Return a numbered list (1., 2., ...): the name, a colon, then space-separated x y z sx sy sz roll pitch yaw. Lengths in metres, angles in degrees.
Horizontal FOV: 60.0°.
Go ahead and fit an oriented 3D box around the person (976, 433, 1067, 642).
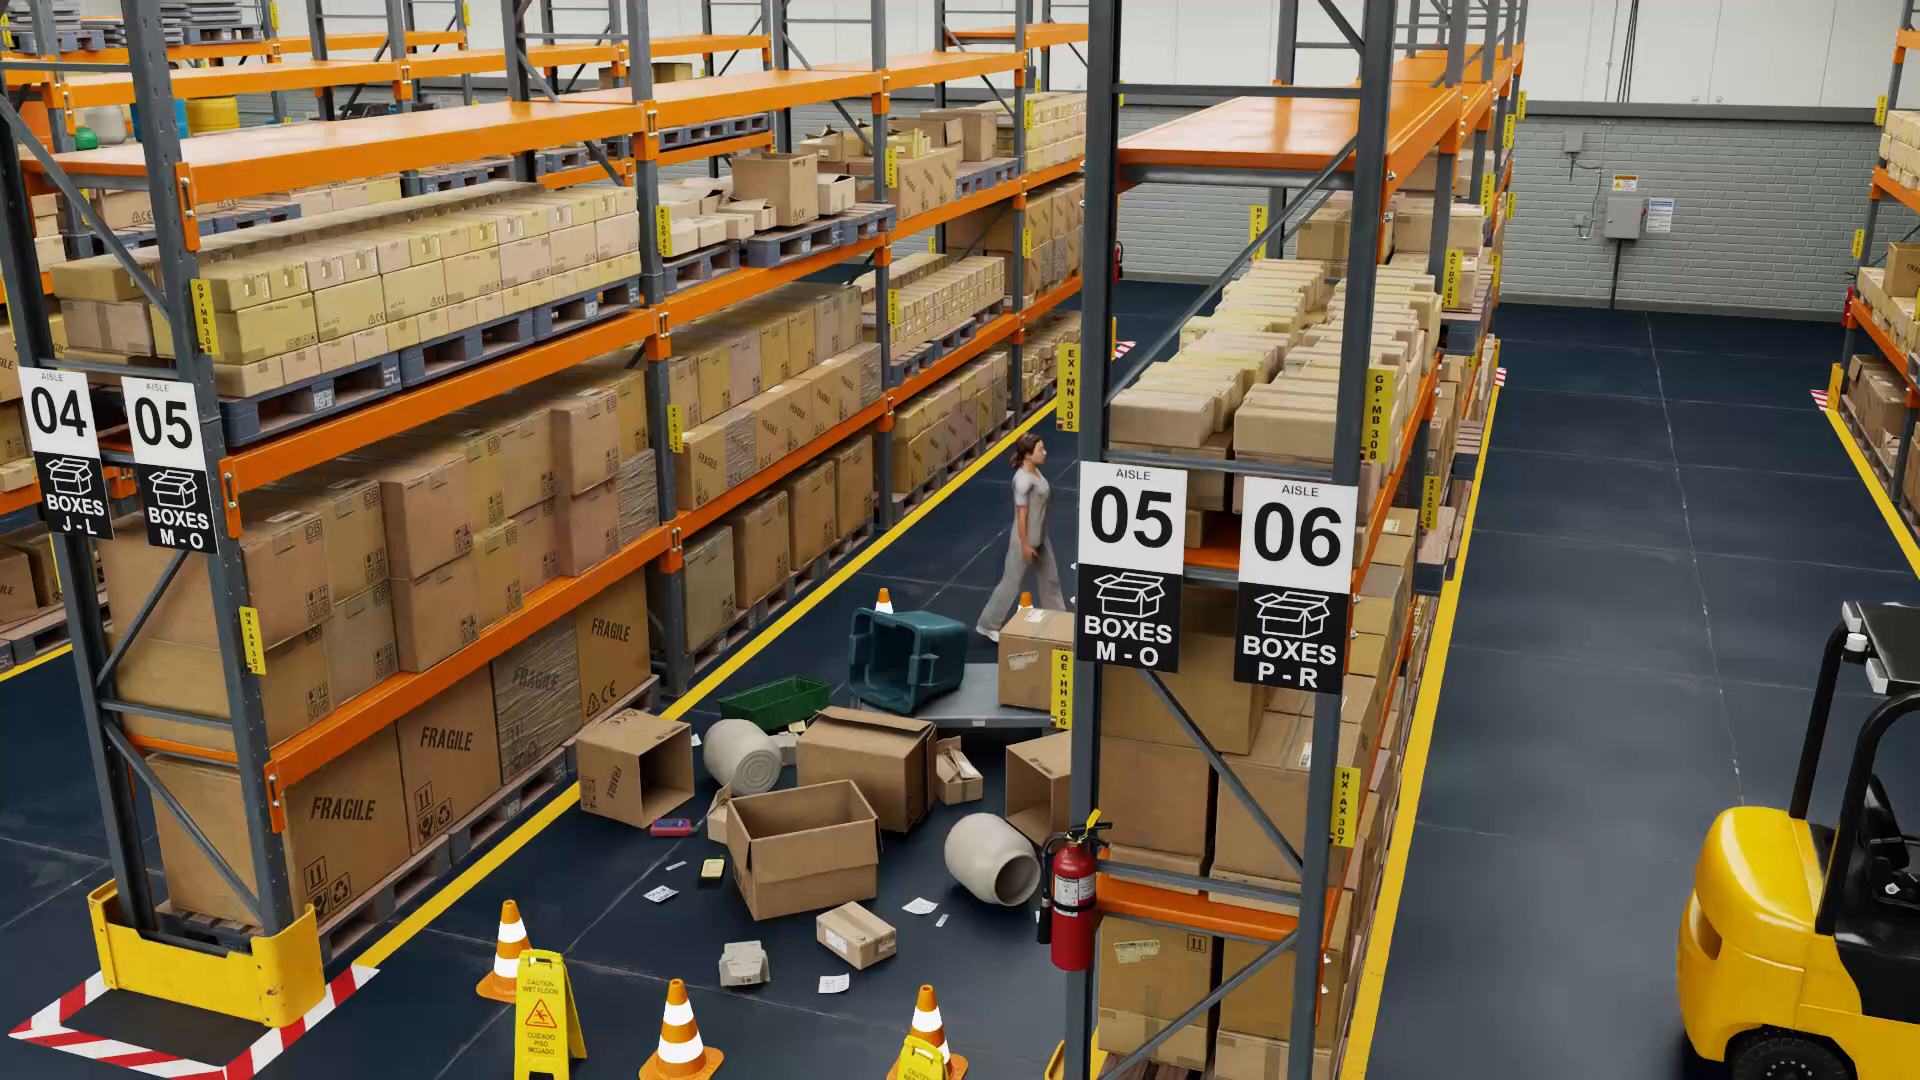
1. person: 0.548 -0.006 12.595 0.848 1.653 0.454 5 19 15
